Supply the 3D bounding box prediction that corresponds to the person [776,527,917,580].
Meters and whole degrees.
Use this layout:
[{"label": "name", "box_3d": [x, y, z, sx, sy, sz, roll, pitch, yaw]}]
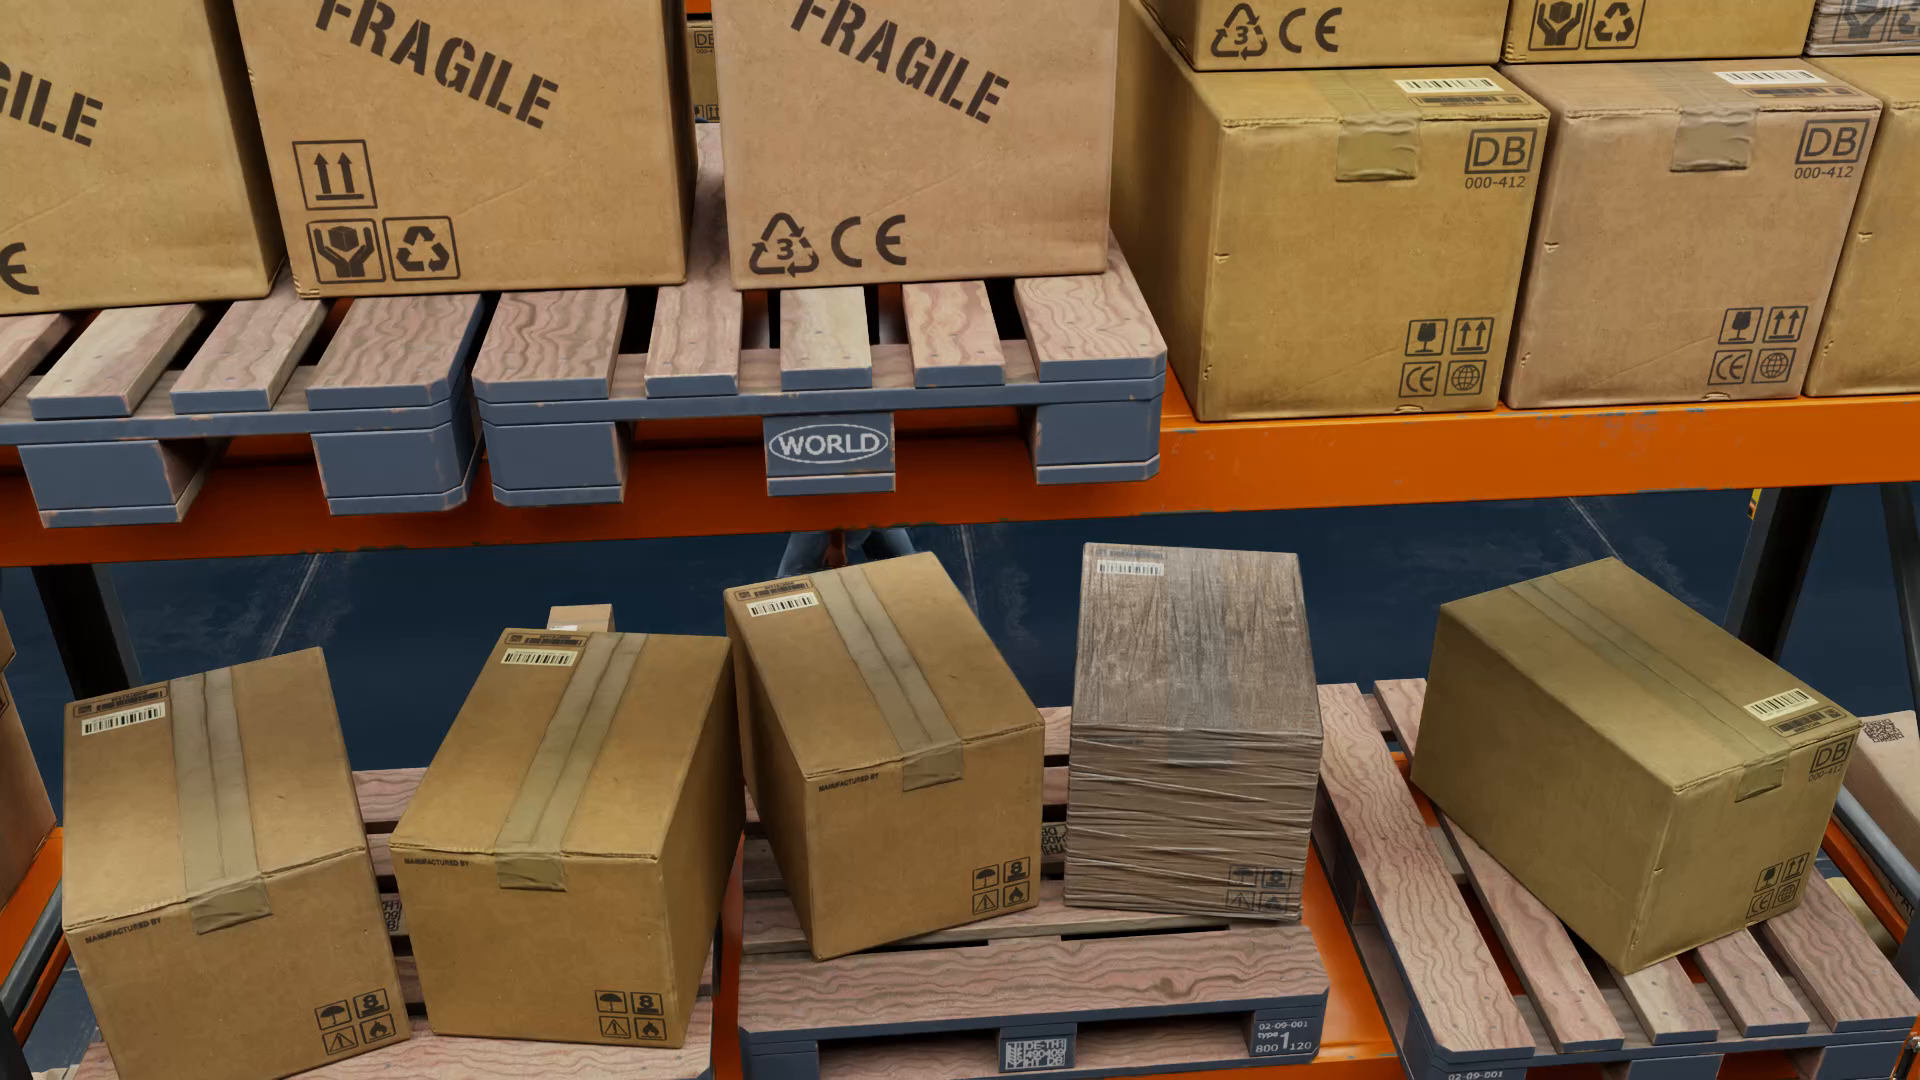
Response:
[{"label": "person", "box_3d": [-0.428, -0.156, 6.400, 1.007, 1.724, 0.650, 12, 33, 20]}]
